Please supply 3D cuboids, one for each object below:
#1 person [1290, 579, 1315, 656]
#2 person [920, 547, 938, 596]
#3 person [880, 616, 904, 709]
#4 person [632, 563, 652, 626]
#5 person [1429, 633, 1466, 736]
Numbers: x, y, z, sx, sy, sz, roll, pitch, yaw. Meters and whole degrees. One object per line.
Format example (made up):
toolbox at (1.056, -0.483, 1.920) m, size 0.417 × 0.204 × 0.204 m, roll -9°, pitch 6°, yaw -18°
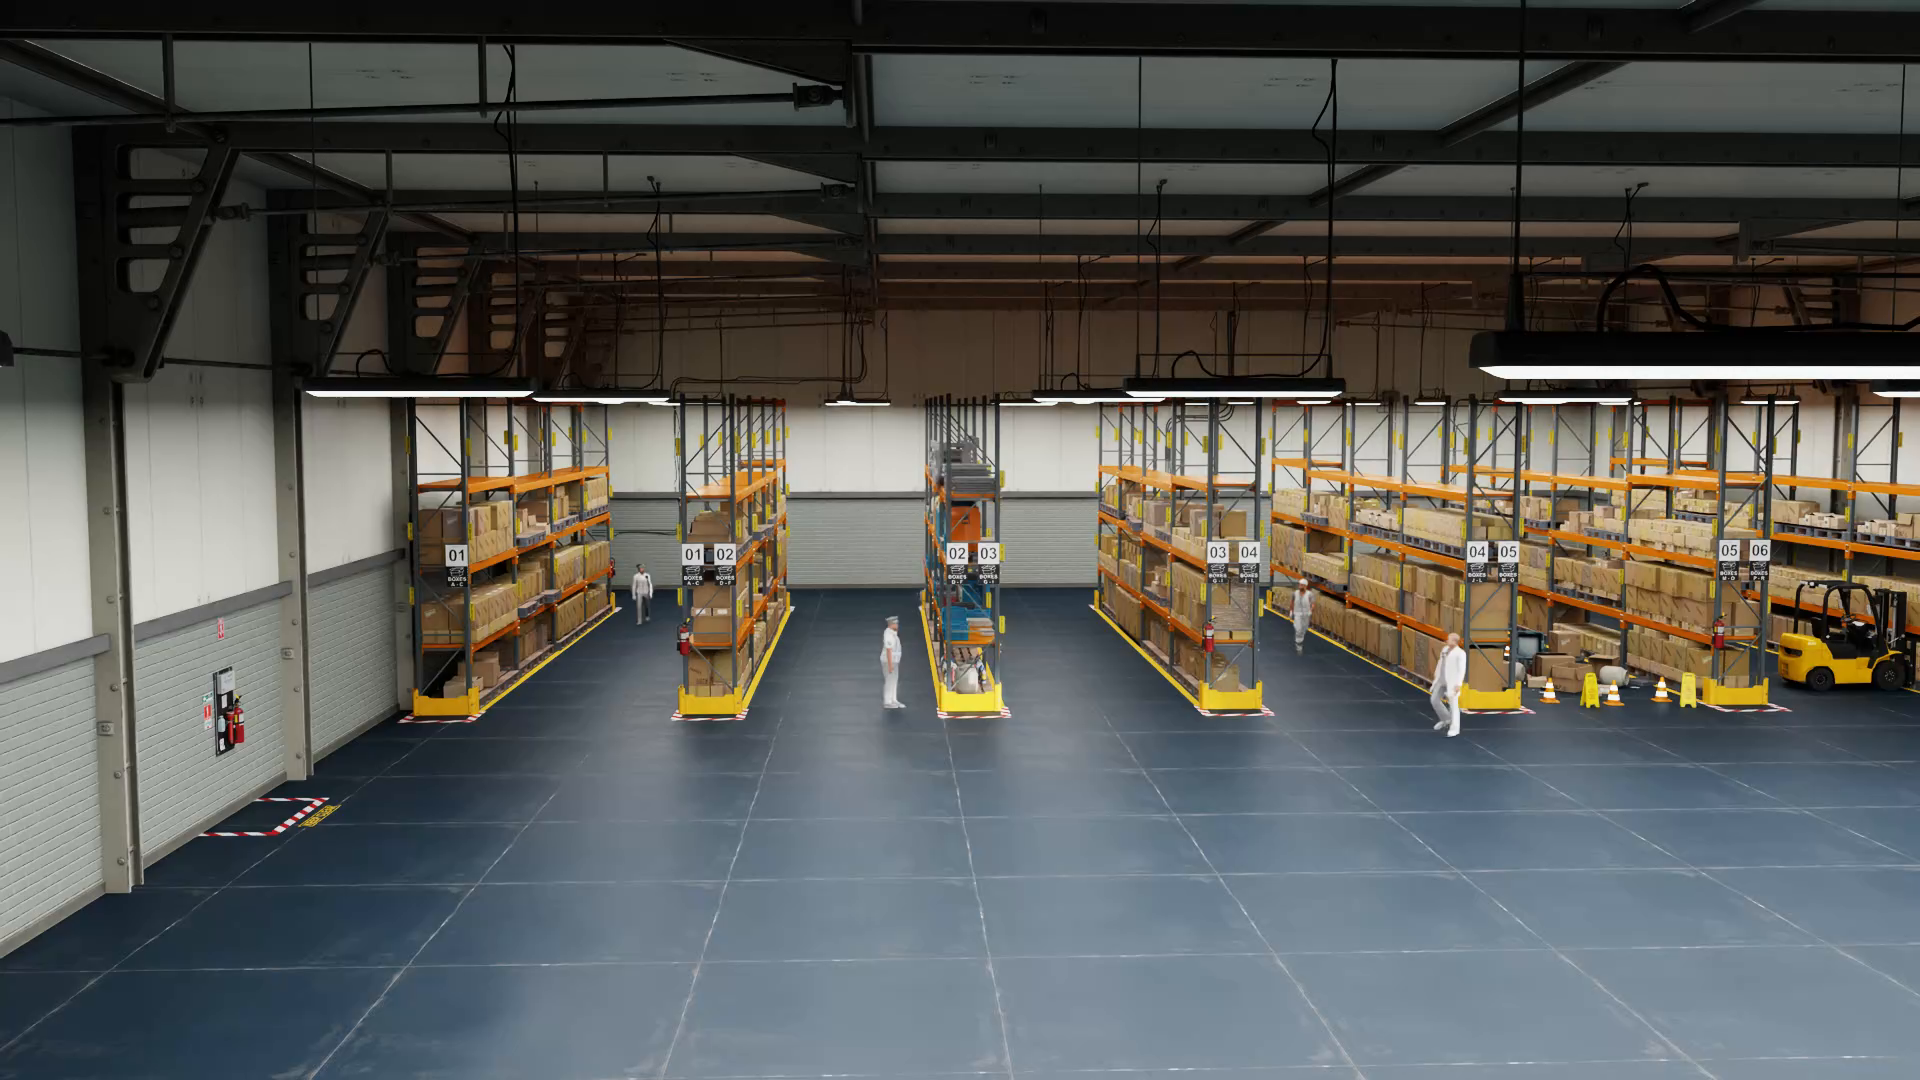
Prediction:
person at (8.038, 1.809, 38.951) m, size 0.512 × 1.813 × 0.883 m, roll 0°, pitch 5°, yaw -1°
person at (-0.777, 1.015, 48.705) m, size 0.696 × 1.689 × 0.548 m, roll 1°, pitch 5°, yaw 14°
person at (-1.303, 2.332, 31.722) m, size 0.451 × 1.777 × 0.571 m, roll 0°, pitch 5°, yaw 4°
person at (-8.430, 1.418, 44.108) m, size 0.537 × 1.632 × 0.975 m, roll -1°, pitch 5°, yaw -8°
person at (8.602, 2.513, 29.278) m, size 0.549 × 1.779 × 0.662 m, roll -3°, pitch 6°, yaw -37°
